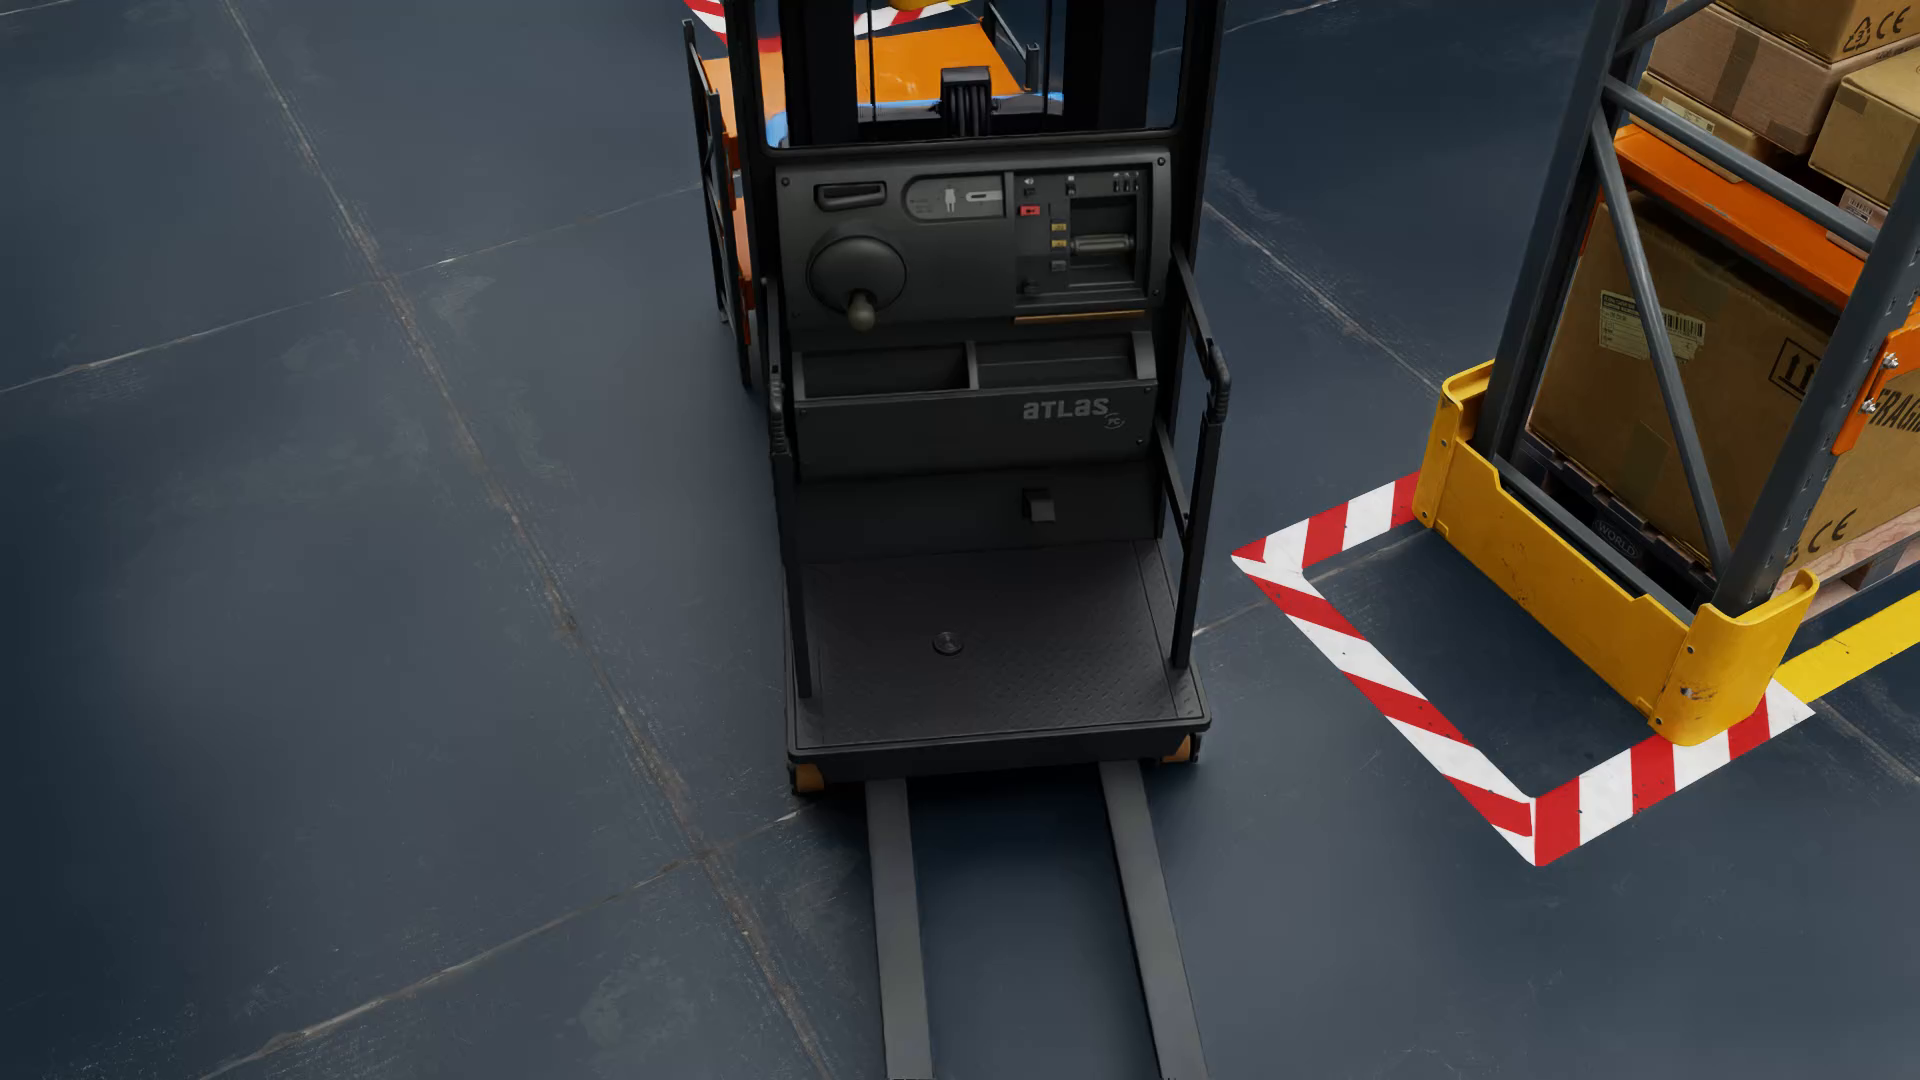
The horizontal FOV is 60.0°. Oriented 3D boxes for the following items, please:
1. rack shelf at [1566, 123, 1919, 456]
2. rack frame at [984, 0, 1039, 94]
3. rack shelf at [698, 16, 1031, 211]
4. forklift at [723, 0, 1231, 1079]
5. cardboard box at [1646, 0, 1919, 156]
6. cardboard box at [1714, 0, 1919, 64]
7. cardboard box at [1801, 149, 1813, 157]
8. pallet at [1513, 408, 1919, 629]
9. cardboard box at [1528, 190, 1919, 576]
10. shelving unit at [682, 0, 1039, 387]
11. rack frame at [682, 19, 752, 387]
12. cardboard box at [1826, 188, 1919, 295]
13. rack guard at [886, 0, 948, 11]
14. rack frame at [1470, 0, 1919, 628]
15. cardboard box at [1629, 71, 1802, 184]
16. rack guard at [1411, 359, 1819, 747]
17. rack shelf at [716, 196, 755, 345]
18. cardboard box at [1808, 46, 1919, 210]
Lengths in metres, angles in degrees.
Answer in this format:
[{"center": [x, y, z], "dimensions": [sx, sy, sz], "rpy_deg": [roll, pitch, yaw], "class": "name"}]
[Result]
[{"center": [3.623, -1.338, 4.991], "dimensions": [4.000, 0.370, 1.077], "rpy_deg": [-22, 48, -21], "class": "rack shelf"}, {"center": [0.165, -1.307, 5.789], "dimensions": [0.032, 1.125, 0.500], "rpy_deg": [-11, 45, -12], "class": "rack frame"}, {"center": [-0.323, -1.418, 5.483], "dimensions": [1.000, 0.278, 0.538], "rpy_deg": [-11, 45, -12], "class": "rack shelf"}, {"center": [0.061, -0.620, 3.785], "dimensions": [1.130, 2.935, 3.031], "rpy_deg": [-4, 44, -4], "class": "forklift"}, {"center": [2.177, -1.283, 4.313], "dimensions": [0.500, 0.250, 0.500], "rpy_deg": [-23, 48, -22], "class": "cardboard box"}, {"center": [2.180, -1.552, 4.051], "dimensions": [0.500, 0.500, 0.500], "rpy_deg": [-21, 48, -20], "class": "cardboard box"}, {"center": [2.258, -1.225, 4.539], "dimensions": [0.250, 0.149, 0.380], "rpy_deg": [-21, 48, -21], "class": "cardboard box"}, {"center": [2.543, -0.226, 5.331], "dimensions": [1.213, 0.211, 1.003], "rpy_deg": [-22, 48, -21], "class": "pallet"}, {"center": [2.404, -0.561, 4.898], "dimensions": [0.875, 0.875, 0.875], "rpy_deg": [-22, 48, -21], "class": "cardboard box"}, {"center": [-0.323, -1.207, 5.687], "dimensions": [1.048, 1.125, 0.538], "rpy_deg": [-11, 45, -12], "class": "shelving unit"}, {"center": [-0.812, -1.108, 5.584], "dimensions": [0.032, 1.125, 0.500], "rpy_deg": [-11, 45, -12], "class": "rack frame"}, {"center": [2.361, -0.736, 4.035], "dimensions": [0.250, 0.149, 0.380], "rpy_deg": [-21, 48, -21], "class": "cardboard box"}, {"center": [-0.429, -3.061, 8.046], "dimensions": [0.348, 0.500, 1.175], "rpy_deg": [-22, 48, -21], "class": "rack guard"}, {"center": [1.889, -0.902, 4.026], "dimensions": [0.127, 3.000, 1.000], "rpy_deg": [-22, 48, -21], "class": "rack frame"}, {"center": [2.034, -1.134, 4.445], "dimensions": [0.250, 0.149, 0.380], "rpy_deg": [-21, 48, -20], "class": "cardboard box"}, {"center": [1.868, 0.003, 4.888], "dimensions": [0.348, 0.500, 1.175], "rpy_deg": [-22, 48, -21], "class": "rack guard"}, {"center": [-0.323, -1.032, 5.857], "dimensions": [1.000, 0.278, 0.538], "rpy_deg": [-11, 45, -12], "class": "rack shelf"}, {"center": [2.440, -0.958, 3.978], "dimensions": [0.500, 0.250, 0.500], "rpy_deg": [-23, 49, -22], "class": "cardboard box"}]
